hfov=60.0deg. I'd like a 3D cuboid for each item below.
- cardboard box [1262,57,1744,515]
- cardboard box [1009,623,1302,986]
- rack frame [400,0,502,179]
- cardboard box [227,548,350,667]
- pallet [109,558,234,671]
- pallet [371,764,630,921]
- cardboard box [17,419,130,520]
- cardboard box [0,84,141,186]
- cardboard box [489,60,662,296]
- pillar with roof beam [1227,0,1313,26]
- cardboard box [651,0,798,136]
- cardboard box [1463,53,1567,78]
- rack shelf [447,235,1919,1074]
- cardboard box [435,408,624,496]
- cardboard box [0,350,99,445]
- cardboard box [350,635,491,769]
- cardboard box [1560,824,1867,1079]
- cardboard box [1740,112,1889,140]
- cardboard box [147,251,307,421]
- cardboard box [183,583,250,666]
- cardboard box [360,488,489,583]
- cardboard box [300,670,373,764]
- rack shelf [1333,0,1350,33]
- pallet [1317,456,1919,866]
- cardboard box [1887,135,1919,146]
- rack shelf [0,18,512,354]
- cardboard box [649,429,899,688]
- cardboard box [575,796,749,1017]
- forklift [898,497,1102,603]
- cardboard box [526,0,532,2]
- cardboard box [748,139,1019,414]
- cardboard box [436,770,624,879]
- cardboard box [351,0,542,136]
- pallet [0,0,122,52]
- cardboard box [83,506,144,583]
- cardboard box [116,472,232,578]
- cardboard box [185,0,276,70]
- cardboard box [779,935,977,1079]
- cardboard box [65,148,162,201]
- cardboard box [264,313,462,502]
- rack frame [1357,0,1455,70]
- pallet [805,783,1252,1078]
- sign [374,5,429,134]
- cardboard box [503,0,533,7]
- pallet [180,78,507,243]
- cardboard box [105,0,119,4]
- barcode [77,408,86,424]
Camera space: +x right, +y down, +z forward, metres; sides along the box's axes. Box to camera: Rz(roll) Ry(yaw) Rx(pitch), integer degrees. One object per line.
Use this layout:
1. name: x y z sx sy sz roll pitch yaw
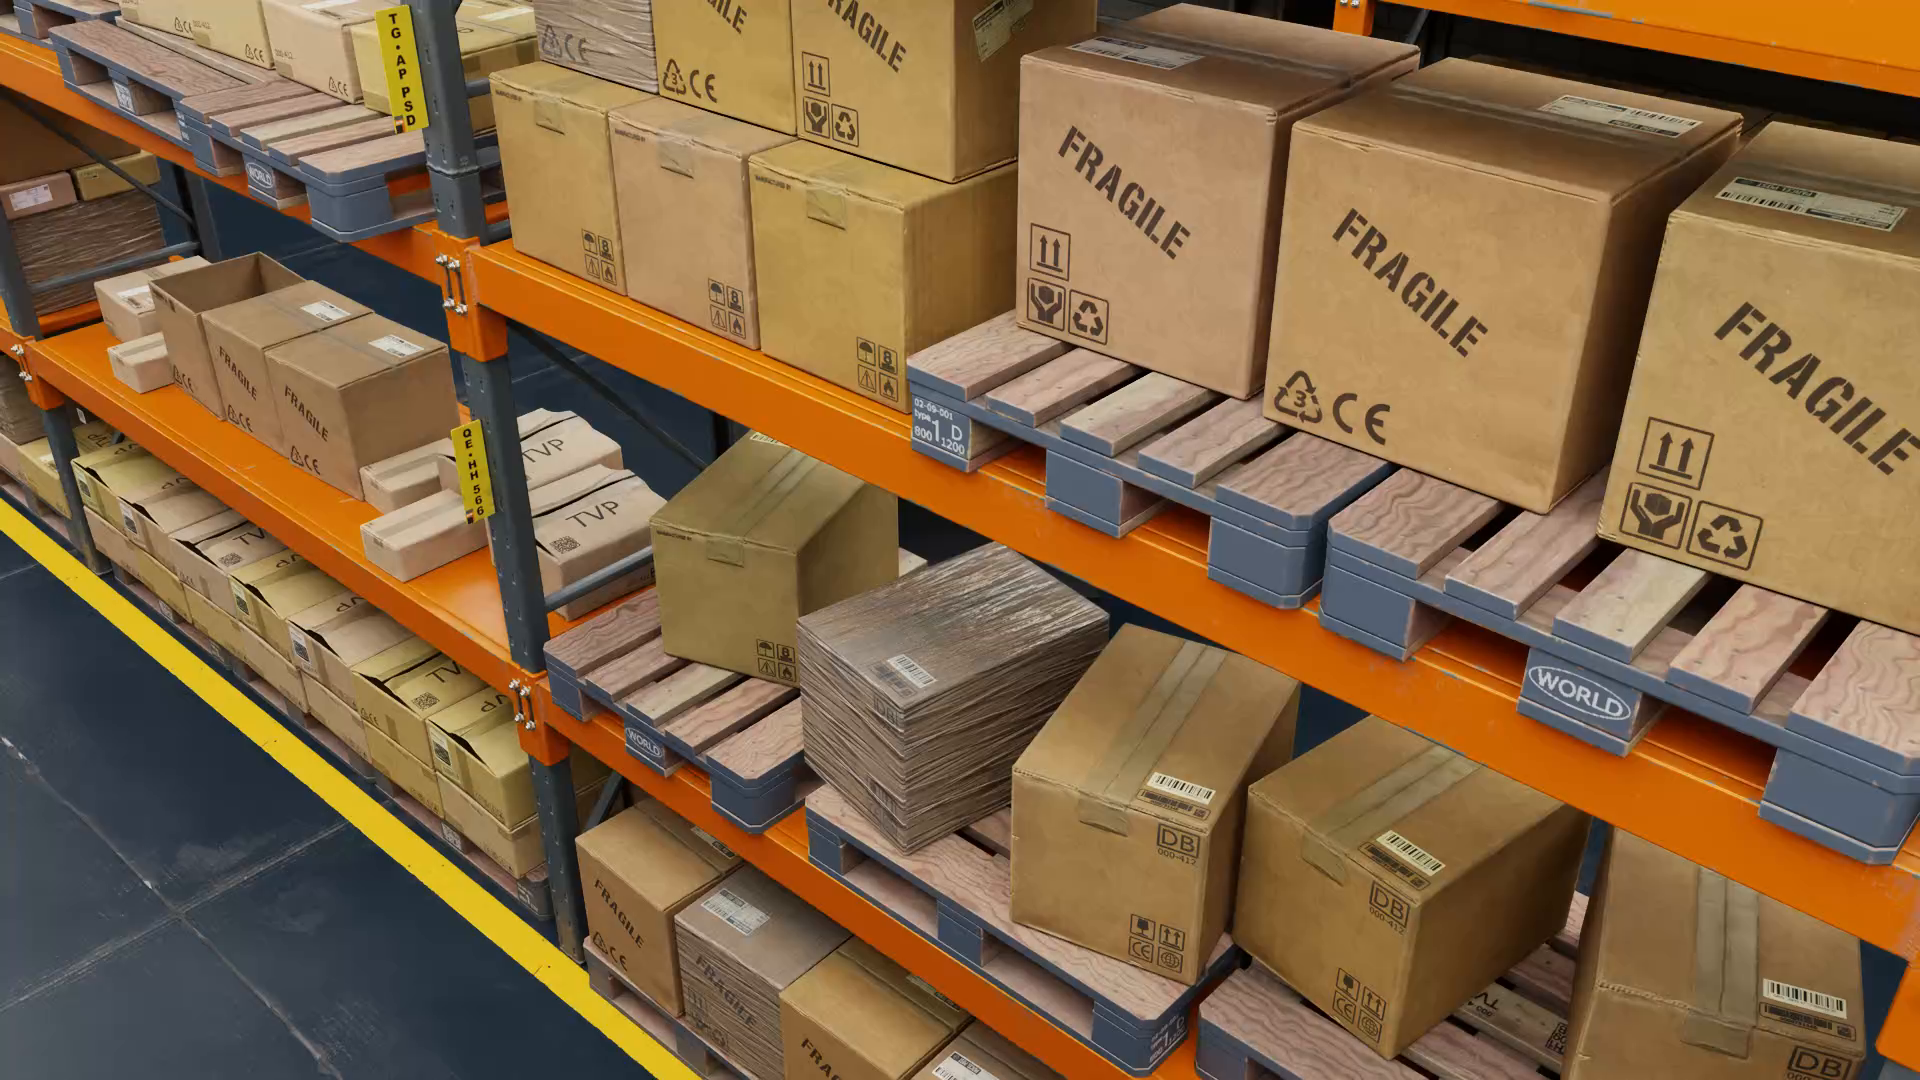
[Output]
1. cardboard box: 1.021 -0.514 3.186 0.600 0.600 0.600 25 39 35
2. cardboard box: 0.504 0.652 4.255 0.500 0.500 0.700 15 34 23
3. rack frame: -1.110 -2.492 4.165 0.127 3.000 1.000 25 39 35
4. cardboard box: -2.796 0.221 7.189 0.500 0.311 0.500 26 40 36
5. pallet: -3.503 0.128 8.332 1.213 0.211 1.003 25 39 35
6. pallet: -1.694 0.973 6.930 1.213 0.211 1.003 25 39 35
7. cardboard box: -4.566 -0.385 8.741 0.500 0.250 0.500 25 39 35
8. cardboard box: -4.409 -2.056 7.903 0.500 0.500 0.700 25 39 35
9. cardboard box: -0.764 -1.112 4.684 0.500 0.500 0.910 25 39 35
10. pillar with roof beam: -1.061 -3.522 5.876 0.400 9.000 9.100 25 39 35
11. cardboard box: -0.413 -1.349 4.107 0.500 0.500 0.500 25 39 35
12. cardboard box: 2.722 -2.260 8.464 0.500 0.250 0.500 26 40 36
13. rack shelf: 0.373 -0.207 3.975 4.000 0.370 1.077 25 39 35
14. cardboard box: -1.643 -0.268 6.373 0.500 0.311 0.500 25 39 35
15. cardboard box: -4.929 -0.884 8.842 0.500 0.500 0.500 25 39 35
16. cardboard box: -2.053 0.571 6.608 0.500 0.311 0.500 24 39 34
17. cardboard box: 1.655 0.990 3.693 0.500 0.500 0.700 12 33 19
18. cardboard box: 3.859 -1.725 7.575 0.500 0.250 0.500 24 38 34
19. cardboard box: -3.127 -0.895 7.232 0.500 0.500 0.500 -26 40 -36
20. cardboard box: -3.179 0.281 7.633 0.500 0.250 0.500 24 38 34
21. cardboard box: -1.962 -0.020 6.119 0.250 0.149 0.380 25 39 35
22. cardboard box: -2.419 0.635 7.046 0.500 0.250 0.500 26 40 36
23. rack shelf: 0.728 -3.487 9.423 4.000 0.370 1.077 25 39 35
24. pallet: 1.419 0.005 3.107 1.003 0.211 1.213 25 39 35
25. cardboard box: 4.243 -1.542 7.272 0.500 0.250 0.500 24 38 34
26. rack shelf: -2.593 -1.591 6.274 4.000 0.370 1.077 25 39 35
27. cardboard box: -0.567 0.030 5.288 0.500 0.500 0.700 12 33 19
28. cardboard box: -0.964 1.227 5.800 0.500 0.500 0.500 27 40 37
29. forklift: 0.060 -0.903 7.409 1.130 2.935 3.031 -3 31 -6
30. cardboard box: -3.208 -4.397 12.545 0.500 0.500 0.500 25 39 35
31. cardboard box: 0.000 -0.756 4.091 0.500 0.500 0.910 25 39 35
32. cardboard box: -1.664 0.987 6.461 0.500 0.250 0.500 26 40 36
33. cardboard box: -1.484 -1.458 5.094 0.500 0.250 0.500 22 37 32
34. pallet: -3.413 -2.209 6.789 1.217 0.209 0.805 23 38 33
35. cardboard box: -3.943 -0.074 8.224 0.500 0.250 0.500 24 38 34
36. cardboard box: -3.569 -0.135 7.781 0.500 0.311 0.500 25 39 35
37. cardboard box: -2.301 -1.835 5.720 0.500 0.250 0.500 24 39 34
38. cardboard box: -0.204 1.582 5.212 0.500 0.500 0.500 24 39 34
39. cardboard box: -4.145 -1.794 8.096 0.250 0.149 0.380 25 39 35
40. cardboard box: -2.365 -0.540 6.641 0.500 0.500 0.500 23 38 33
41. rack frame: 2.211 -1.818 8.861 0.127 3.000 1.000 25 39 35
42. pallet: 0.335 0.831 4.647 1.213 0.211 1.003 25 39 35
43. sign: -1.488 -1.253 4.437 0.005 0.325 0.100 25 39 35
44. cardboard box: -3.177 -4.066 12.722 0.500 0.250 0.500 24 38 34
45. pallet: -1.673 -1.327 5.321 1.003 0.211 1.213 27 40 37
46. cardboard box: -3.216 -2.301 6.494 0.500 0.250 0.500 21 37 31
47. barcode: -4.166 -0.588 7.884 0.075 0.075 0.001 25 39 35
